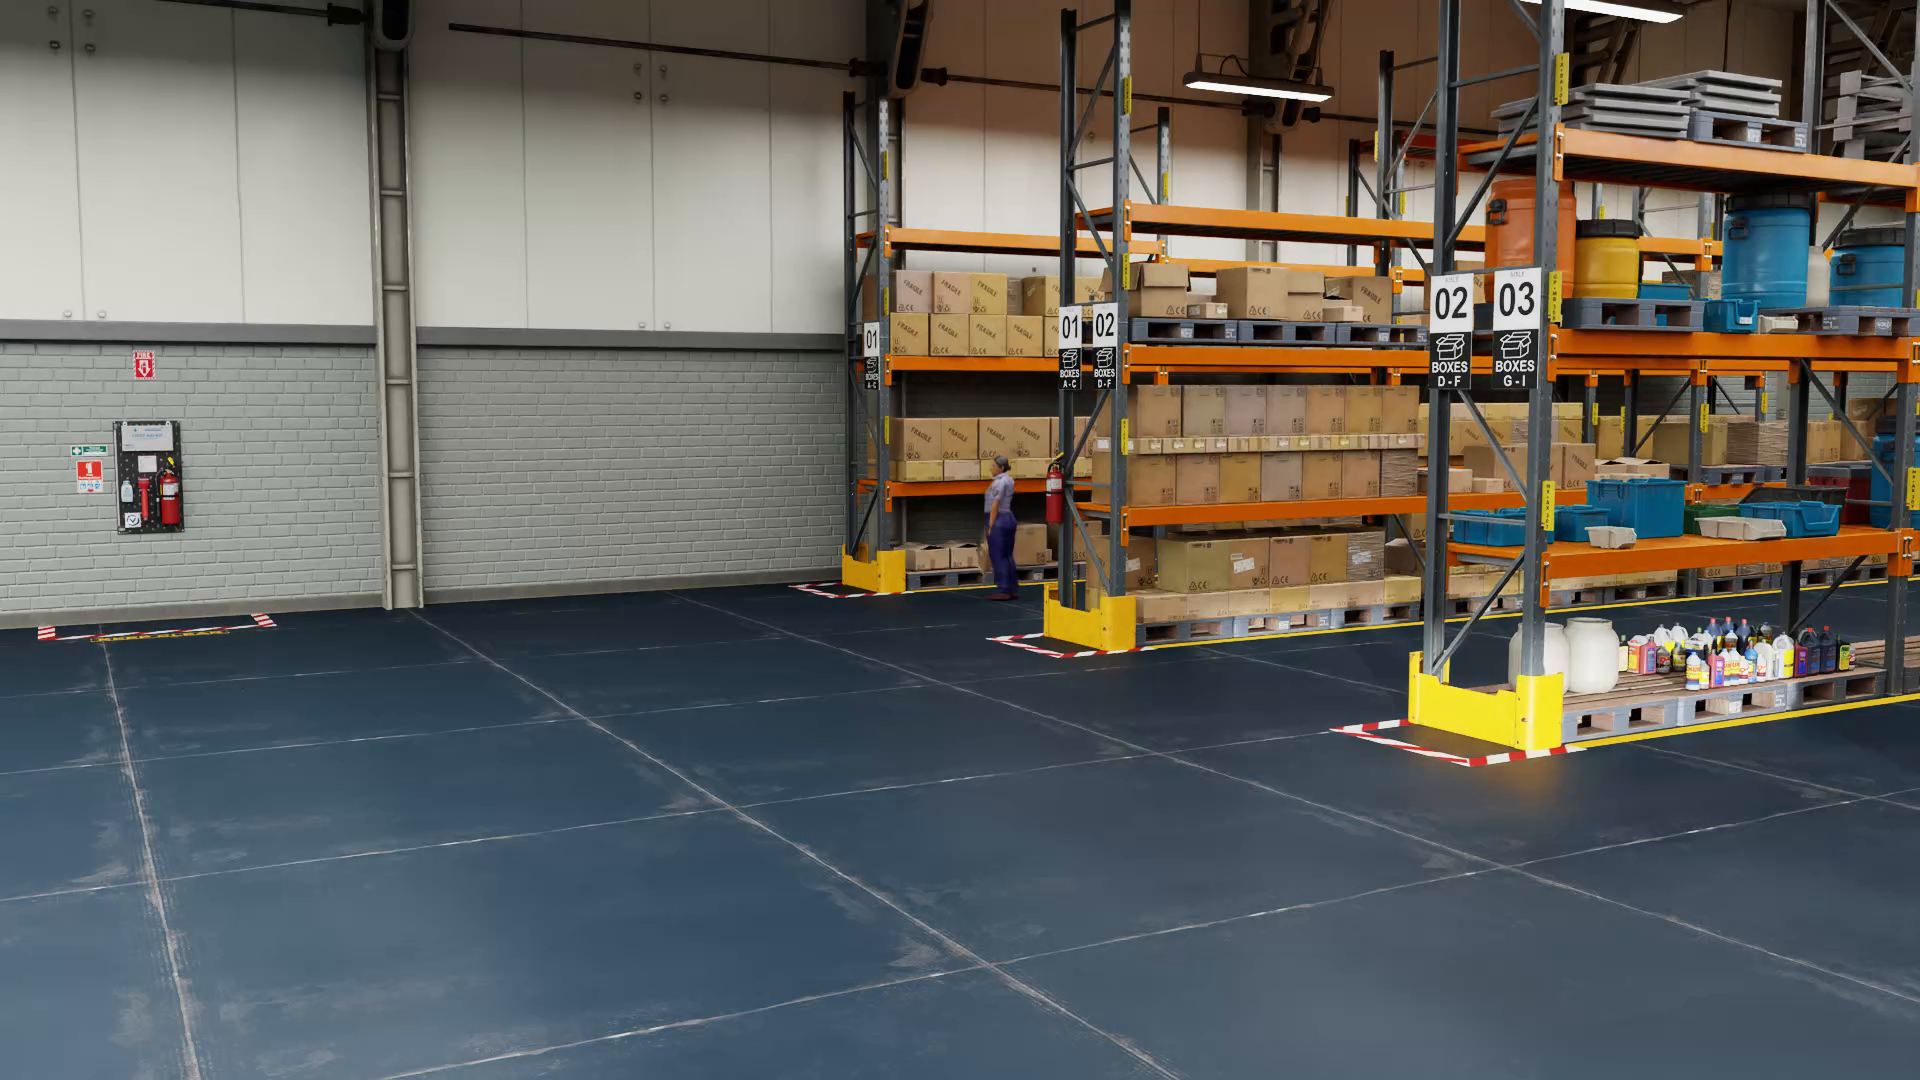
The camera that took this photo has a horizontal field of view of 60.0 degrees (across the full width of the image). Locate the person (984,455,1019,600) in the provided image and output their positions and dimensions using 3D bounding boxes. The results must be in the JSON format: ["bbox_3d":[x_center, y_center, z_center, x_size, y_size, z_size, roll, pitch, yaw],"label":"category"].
[{"bbox_3d":[0.474,-0.146,19.062,0.369,1.656,0.613,2,6,25],"label":"person"}]
